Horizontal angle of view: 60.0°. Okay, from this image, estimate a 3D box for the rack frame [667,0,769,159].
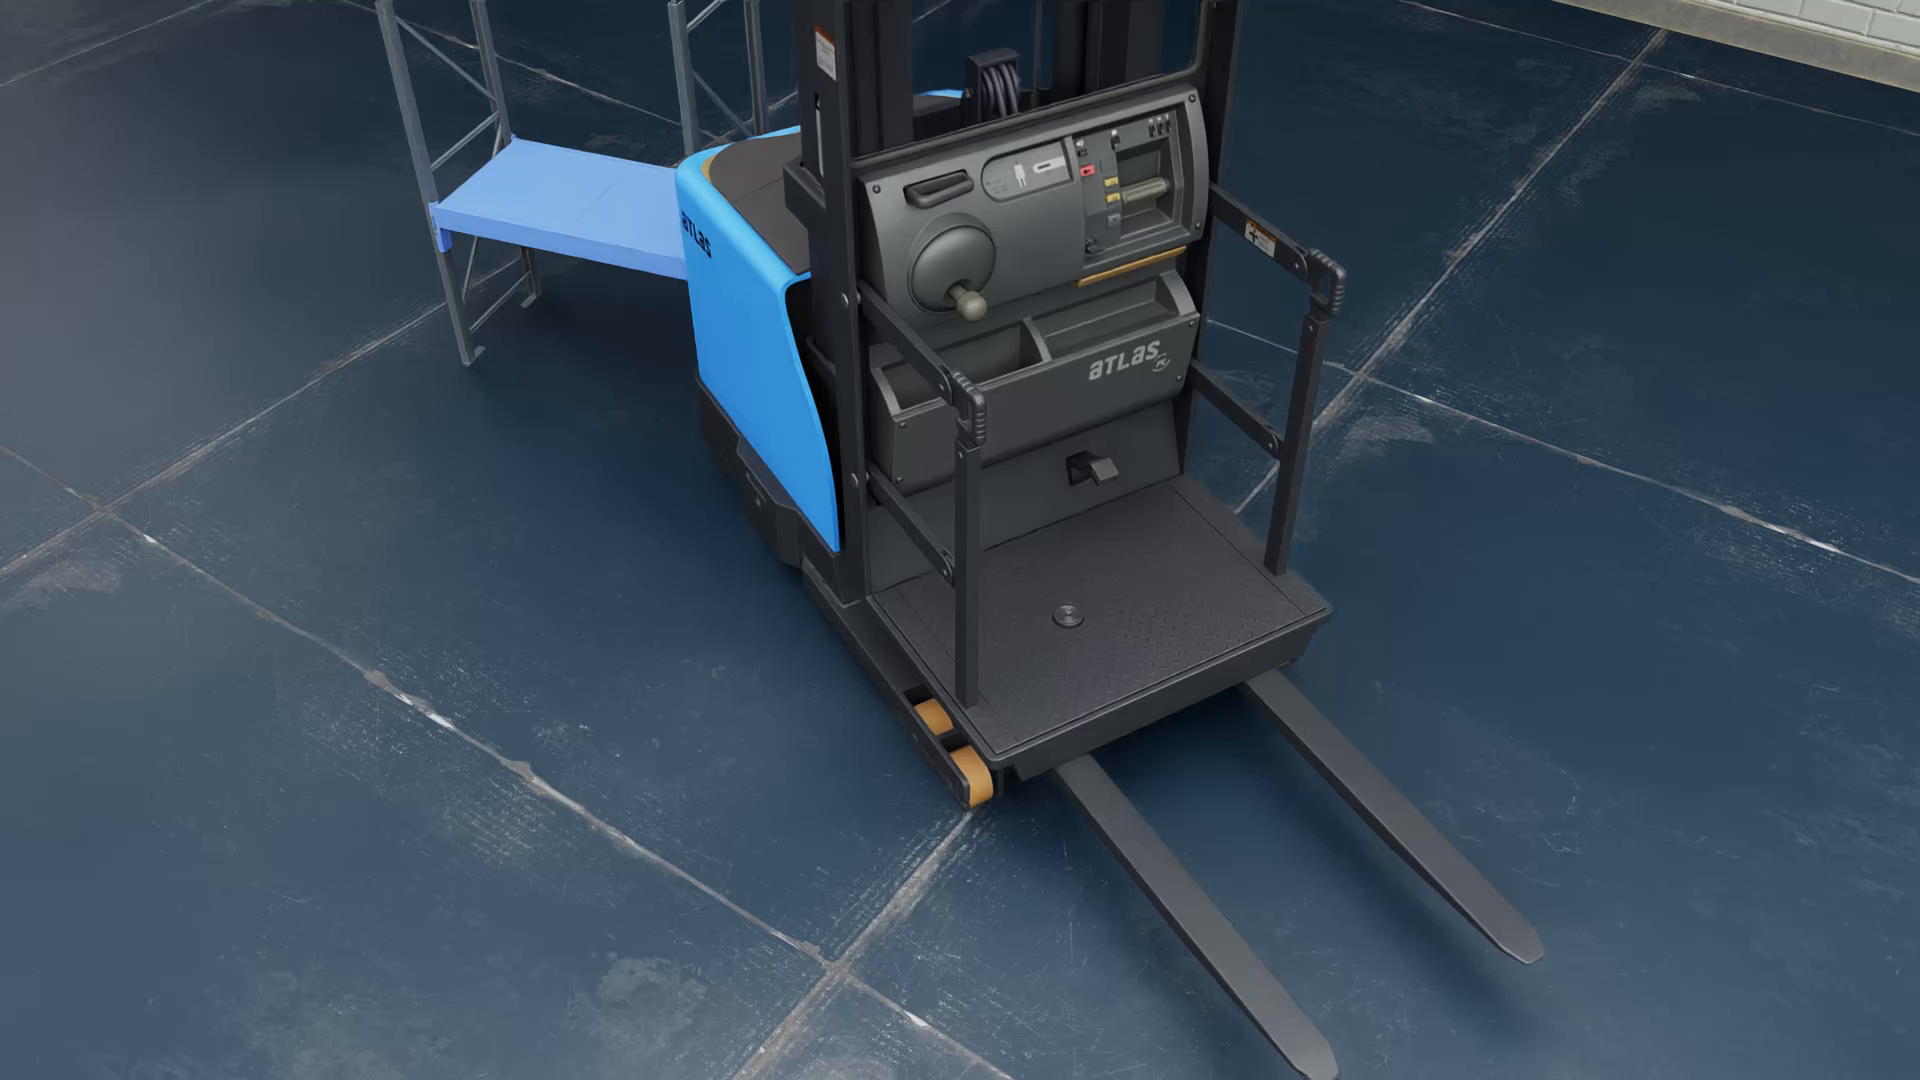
[{"bbox_3d":[-0.726,-1.106,5.361,0.032,1.500,0.500,14,44,15],"label":"rack frame"}]

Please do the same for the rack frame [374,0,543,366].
[{"bbox_3d":[-1.680,-1.341,5.624,0.032,1.500,0.500,14,44,15],"label":"rack frame"}]

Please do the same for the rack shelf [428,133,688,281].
[{"bbox_3d":[-1.203,-1.089,5.612,1.000,0.185,0.538,14,44,15],"label":"rack shelf"}]

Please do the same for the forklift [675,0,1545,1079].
[{"bbox_3d":[0.312,-0.731,3.869,1.130,2.935,3.031,-21,46,-22],"label":"forklift"}]

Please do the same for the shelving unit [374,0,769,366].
[{"bbox_3d":[-1.203,-1.223,5.492,1.048,1.500,0.538,14,44,15],"label":"shelving unit"}]
